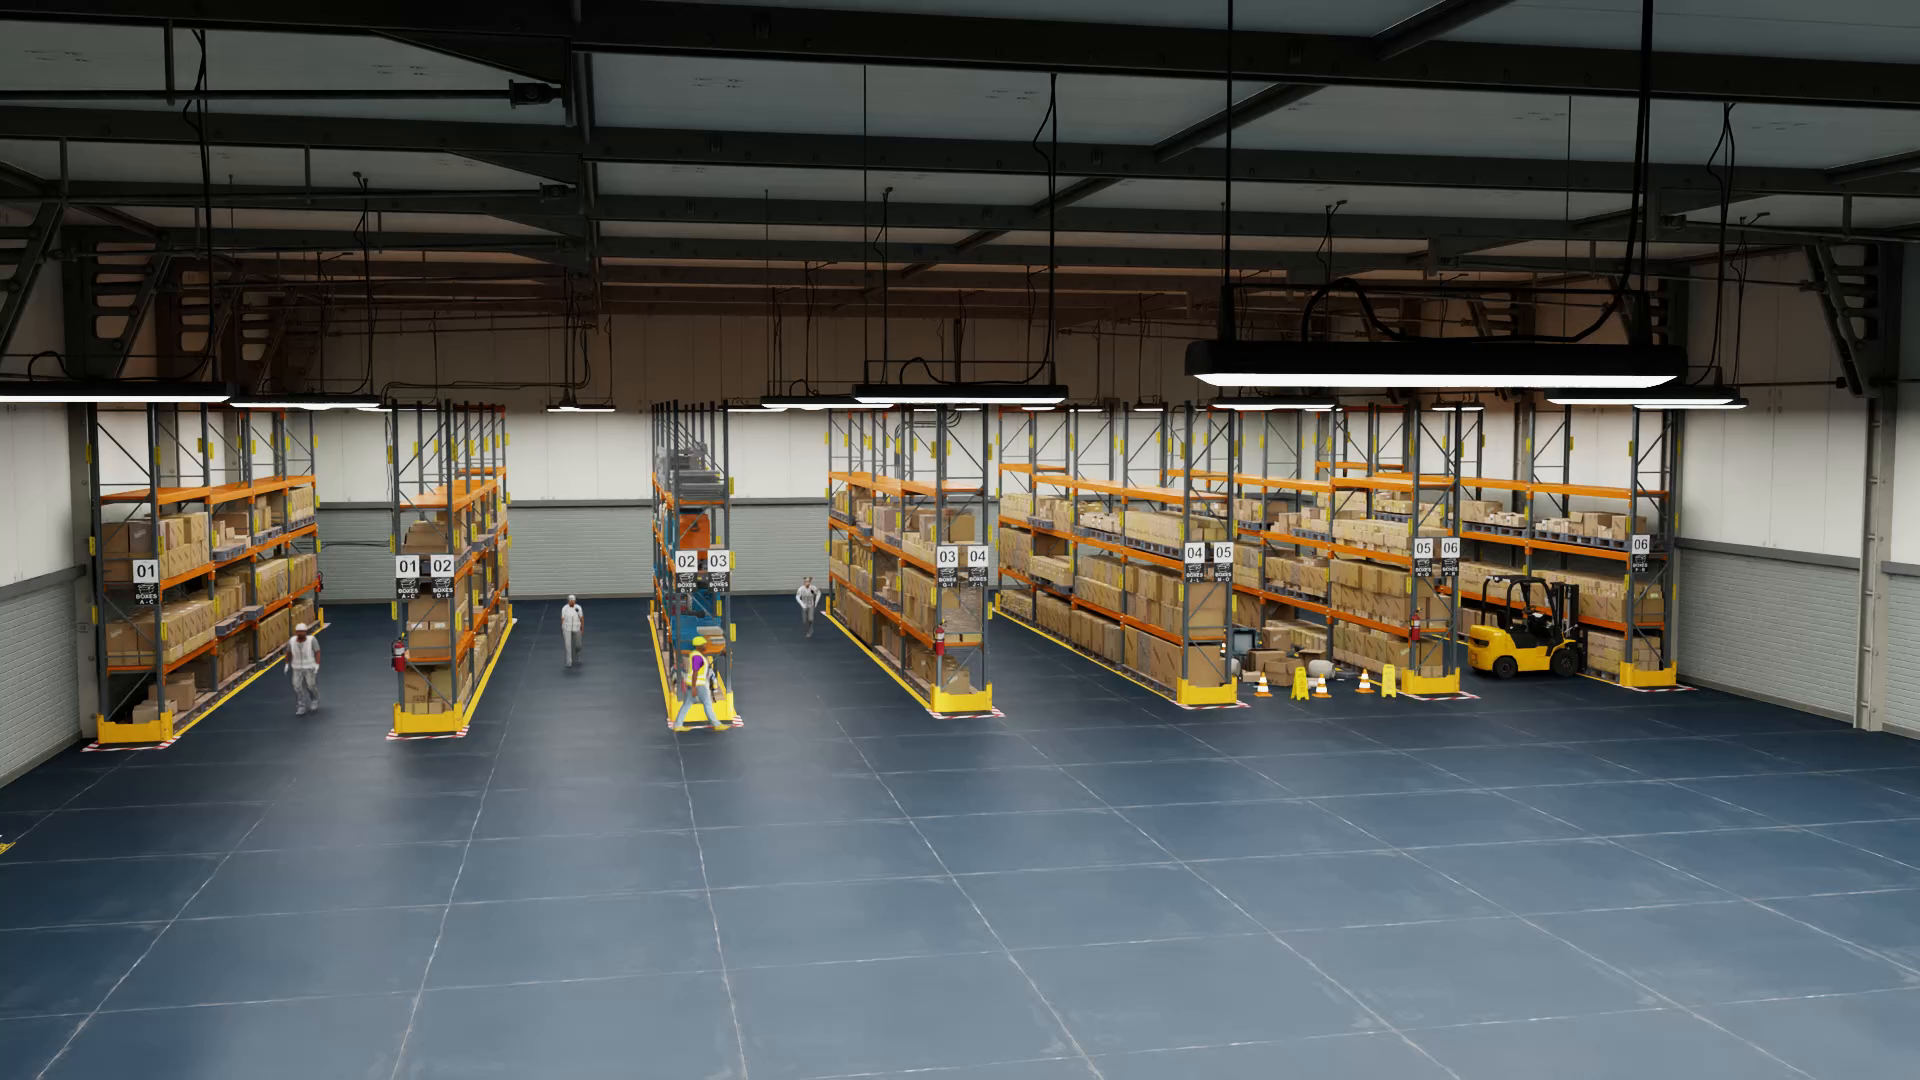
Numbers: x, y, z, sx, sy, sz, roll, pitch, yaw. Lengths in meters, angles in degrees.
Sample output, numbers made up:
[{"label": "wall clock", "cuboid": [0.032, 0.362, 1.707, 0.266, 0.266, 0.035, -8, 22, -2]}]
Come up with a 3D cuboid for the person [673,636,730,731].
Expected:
[{"label": "person", "cuboid": [-4.684, 2.581, 29.989, 1.014, 1.700, 0.610, -2, 5, -24]}]

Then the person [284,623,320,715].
[{"label": "person", "cuboid": [-12.639, 2.451, 31.972, 0.663, 1.757, 0.665, -1, 4, -13]}]

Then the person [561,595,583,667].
[{"label": "person", "cuboid": [-8.851, 2.039, 37.968, 0.485, 1.617, 0.816, -1, 4, -15]}]

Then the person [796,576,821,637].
[{"label": "person", "cuboid": [-3.895, 1.707, 42.748, 0.621, 1.603, 0.702, 0, 4, 1]}]
